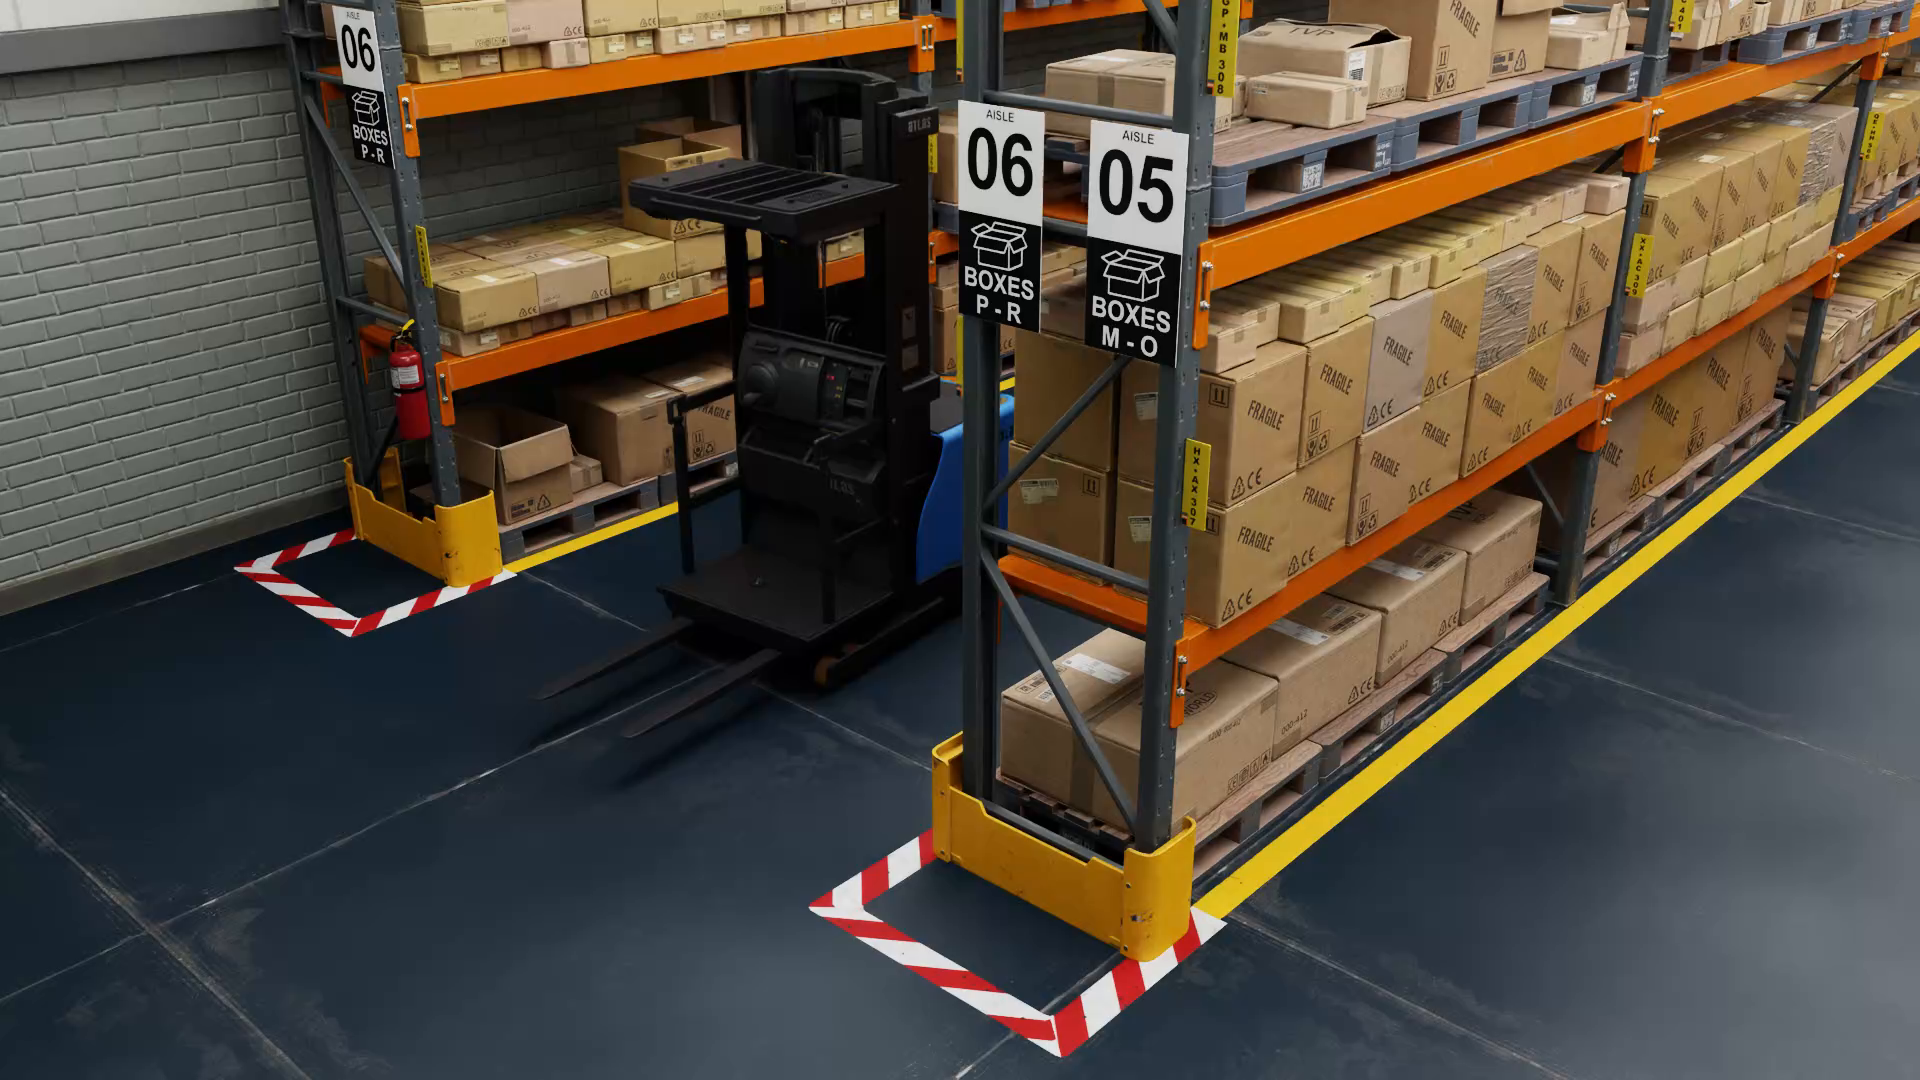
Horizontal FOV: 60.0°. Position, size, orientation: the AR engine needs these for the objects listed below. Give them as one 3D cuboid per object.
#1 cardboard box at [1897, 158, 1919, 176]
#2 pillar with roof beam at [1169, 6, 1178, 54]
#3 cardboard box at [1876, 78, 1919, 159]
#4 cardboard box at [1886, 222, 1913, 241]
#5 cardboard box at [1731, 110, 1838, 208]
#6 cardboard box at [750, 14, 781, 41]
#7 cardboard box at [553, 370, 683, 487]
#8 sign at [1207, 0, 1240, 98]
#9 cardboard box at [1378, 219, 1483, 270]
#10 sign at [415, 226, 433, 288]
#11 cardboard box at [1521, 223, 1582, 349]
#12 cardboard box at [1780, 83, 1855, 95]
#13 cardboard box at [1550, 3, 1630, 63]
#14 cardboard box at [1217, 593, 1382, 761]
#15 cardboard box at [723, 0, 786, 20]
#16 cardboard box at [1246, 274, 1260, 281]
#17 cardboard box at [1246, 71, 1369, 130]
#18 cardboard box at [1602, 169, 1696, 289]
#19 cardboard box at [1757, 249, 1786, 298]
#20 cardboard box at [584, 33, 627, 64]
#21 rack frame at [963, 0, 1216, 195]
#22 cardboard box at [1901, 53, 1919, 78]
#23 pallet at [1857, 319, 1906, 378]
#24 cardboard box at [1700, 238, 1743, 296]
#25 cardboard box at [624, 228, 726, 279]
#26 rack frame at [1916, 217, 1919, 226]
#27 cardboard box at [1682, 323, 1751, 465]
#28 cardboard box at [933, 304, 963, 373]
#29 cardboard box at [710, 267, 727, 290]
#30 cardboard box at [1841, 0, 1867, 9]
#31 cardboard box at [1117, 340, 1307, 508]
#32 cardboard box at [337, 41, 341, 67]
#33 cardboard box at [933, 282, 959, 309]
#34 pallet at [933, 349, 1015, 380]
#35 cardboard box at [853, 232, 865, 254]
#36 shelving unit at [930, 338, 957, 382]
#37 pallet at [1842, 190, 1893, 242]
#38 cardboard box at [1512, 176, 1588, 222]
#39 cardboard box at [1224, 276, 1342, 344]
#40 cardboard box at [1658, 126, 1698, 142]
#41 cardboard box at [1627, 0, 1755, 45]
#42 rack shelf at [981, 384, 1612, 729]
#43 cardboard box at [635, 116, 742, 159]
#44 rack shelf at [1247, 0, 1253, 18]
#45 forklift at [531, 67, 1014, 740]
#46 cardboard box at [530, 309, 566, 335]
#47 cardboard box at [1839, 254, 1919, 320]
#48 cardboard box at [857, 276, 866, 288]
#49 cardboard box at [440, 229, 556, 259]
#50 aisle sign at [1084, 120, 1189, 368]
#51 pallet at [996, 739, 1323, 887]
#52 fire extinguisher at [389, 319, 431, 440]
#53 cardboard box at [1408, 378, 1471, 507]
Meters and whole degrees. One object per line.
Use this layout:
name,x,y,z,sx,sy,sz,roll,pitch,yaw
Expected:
cardboard box,7.231,-2.957,12.972,0.380,0.149,0.250,21,32,39
pillar with roof beam,5.466,-5.912,12.436,9.100,9.000,0.400,20,31,38
cardboard box,7.265,-3.274,12.886,0.500,0.500,0.500,19,30,36
cardboard box,8.625,-3.104,15.437,0.500,0.500,0.500,20,31,37
cardboard box,5.274,-2.467,10.741,0.500,0.500,0.500,21,31,38
cardboard box,-1.347,-3.252,10.477,0.380,0.149,0.250,21,32,39
cardboard box,-2.199,-0.731,10.755,0.700,0.500,0.500,22,32,40
sign,0.831,-1.565,5.244,0.100,0.325,0.005,20,31,38
cardboard box,2.069,-1.300,7.345,0.380,0.149,0.250,20,31,38
sign,-2.873,-1.516,8.907,0.100,0.325,0.005,20,31,38
cardboard box,2.637,-1.264,8.059,0.500,0.500,0.500,20,31,37
cardboard box,6.530,-3.254,12.843,0.500,0.500,0.500,18,30,34
cardboard box,2.903,-2.396,7.791,0.396,0.266,0.258,21,32,39
cardboard box,1.392,0.553,7.969,0.875,0.438,0.875,21,32,39
cardboard box,-1.433,-3.394,10.308,0.500,0.250,0.500,21,32,39
cardboard box,1.199,-1.188,7.097,0.380,0.149,0.250,20,31,37
cardboard box,1.319,-1.675,6.325,0.380,0.149,0.250,22,32,39
cardboard box,3.599,-1.691,9.011,0.500,0.500,0.500,21,31,38
cardboard box,4.939,-1.750,10.670,0.500,0.250,0.500,20,31,37
cardboard box,-2.140,-2.847,9.574,0.380,0.149,0.250,20,31,37
rack frame,0.421,-2.653,5.167,1.000,3.000,0.127,20,31,38
cardboard box,7.675,-3.734,13.120,0.380,0.149,0.250,19,30,35
pallet,7.098,-1.688,13.756,1.003,0.211,1.213,20,31,38
cardboard box,4.278,-1.664,9.866,0.500,0.250,0.500,21,31,38
cardboard box,-1.777,-1.872,10.578,0.500,0.250,0.500,19,30,36
rack frame,8.430,-3.571,14.548,1.000,3.000,0.127,20,31,38
cardboard box,4.639,-1.116,11.157,0.875,0.875,0.875,21,31,38
cardboard box,-0.118,-1.625,12.750,0.500,0.500,0.500,22,32,40
cardboard box,-1.676,-1.742,10.776,0.380,0.149,0.250,20,31,37
cardboard box,5.241,-3.605,10.322,0.700,0.500,0.500,18,30,35
cardboard box,0.954,-0.485,6.322,0.500,0.500,0.500,19,31,36
cardboard box,-3.236,-2.684,9.211,0.380,0.149,0.250,21,32,39
cardboard box,-0.170,-1.872,12.507,0.380,0.149,0.250,22,32,40
pallet,-0.093,-1.474,13.279,1.003,0.211,1.213,20,31,38
cardboard box,-0.790,-2.122,11.623,0.380,0.149,0.250,21,32,39
shelving unit,-0.091,-0.618,10.163,0.189,1.200,0.258,2,24,5
pallet,6.157,-2.511,12.419,1.213,0.211,1.003,20,31,38
cardboard box,2.866,-1.700,8.238,0.380,0.149,0.250,21,32,39
cardboard box,1.245,-0.893,6.437,0.380,0.149,0.250,21,32,39
cardboard box,4.229,-2.311,10.393,0.500,0.500,0.500,21,31,38
cardboard box,3.895,-2.929,8.815,0.500,0.500,0.500,19,31,37
rack shelf,1.756,-0.196,7.901,1.077,0.370,4.000,20,31,38
cardboard box,-1.800,-2.516,11.099,0.500,0.500,0.500,19,30,36
rack shelf,3.396,-5.357,15.743,1.077,0.370,4.000,20,31,38
forklift,-0.906,-0.797,8.446,1.130,2.935,3.031,17,29,33
cardboard box,-2.569,-1.360,9.923,0.380,0.149,0.250,20,31,37
cardboard box,7.605,-2.183,14.152,0.625,0.372,0.950,-22,32,-40
cardboard box,-0.577,-2.026,12.851,0.380,0.149,0.250,19,30,36
cardboard box,-2.823,-1.706,10.208,0.500,0.250,0.500,20,31,38
aisle sign,0.589,-1.000,5.637,0.394,0.787,0.004,20,31,38
pallet,0.897,1.092,7.556,1.003,0.211,1.213,20,31,38
fire extinguisher,-3.032,-0.893,9.125,0.296,0.674,0.183,20,31,38
cardboard box,1.947,-0.498,7.571,0.500,0.500,0.500,21,32,39
